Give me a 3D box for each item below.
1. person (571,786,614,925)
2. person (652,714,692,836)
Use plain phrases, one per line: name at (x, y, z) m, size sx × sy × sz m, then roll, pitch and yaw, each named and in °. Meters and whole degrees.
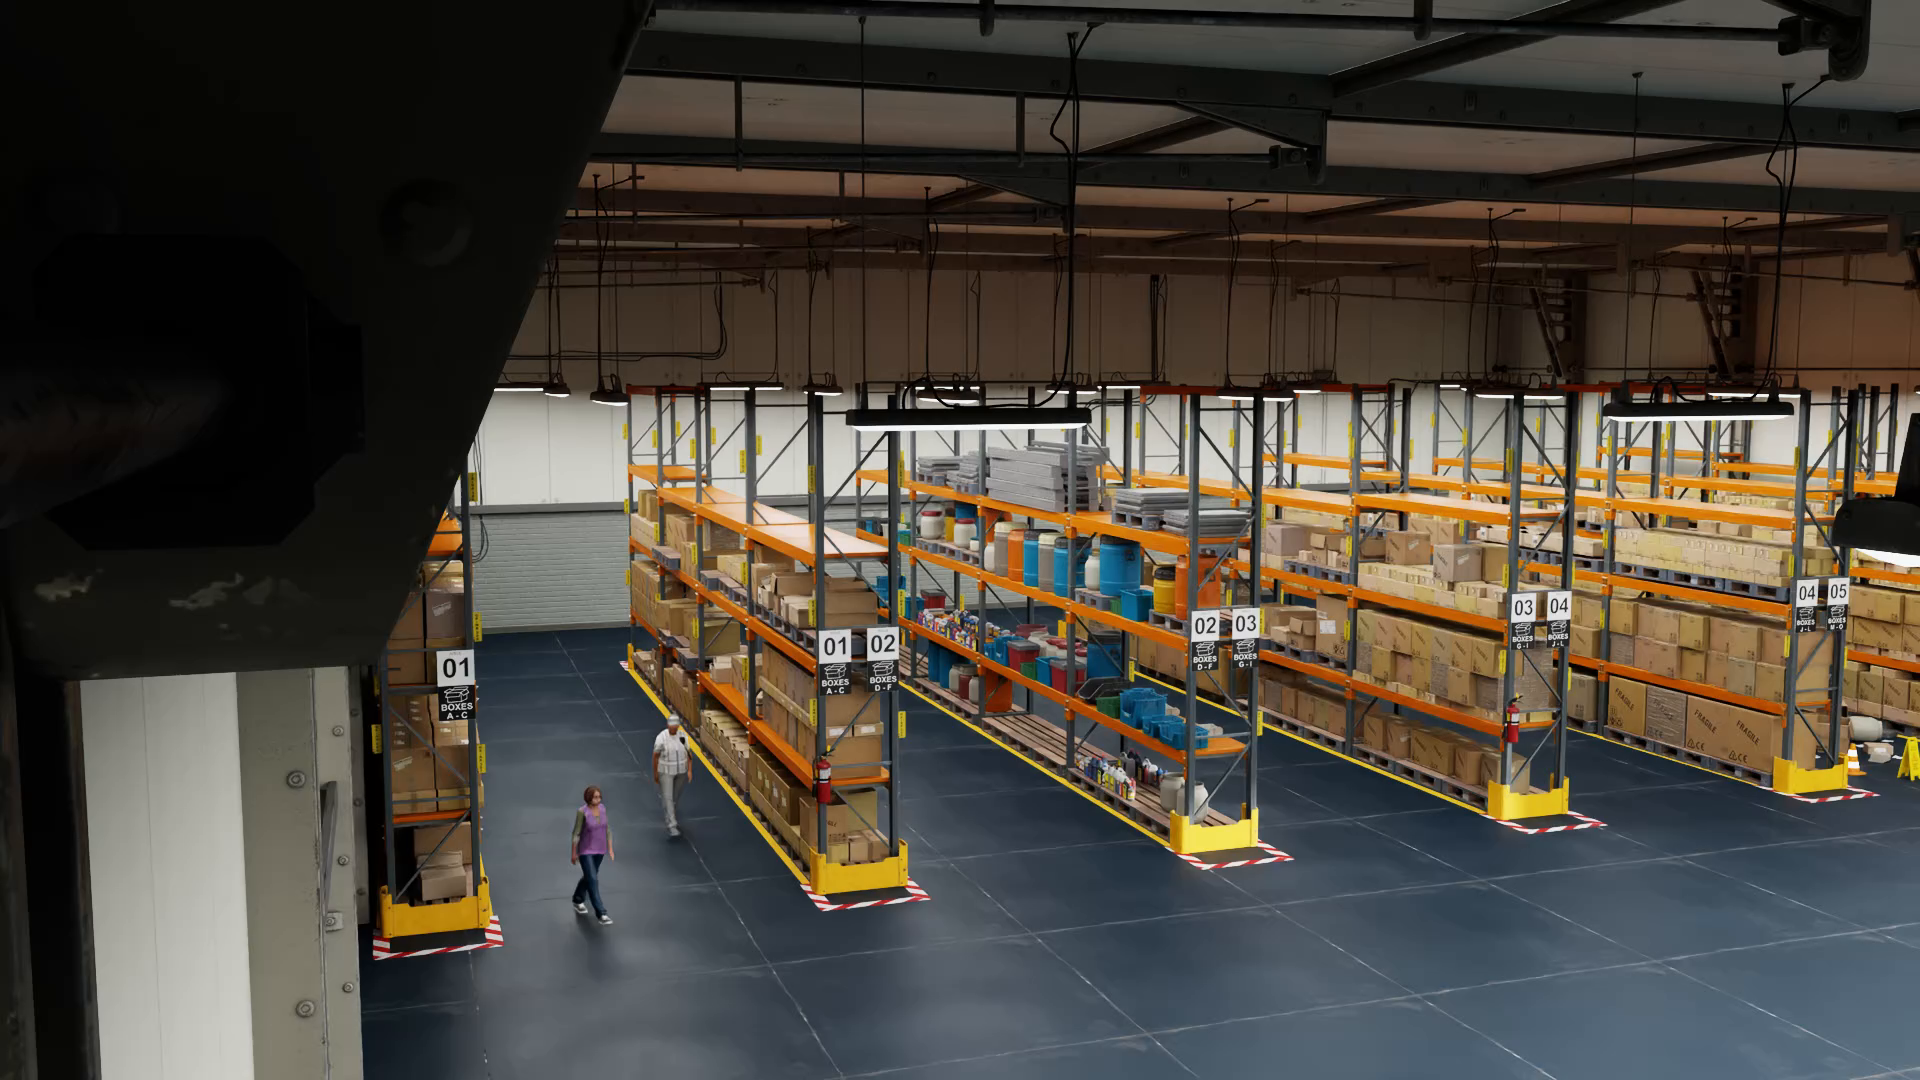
person at (-4.177, 3.579, 19.015) m, size 0.960 × 1.547 × 0.469 m, roll 4°, pitch 7°, yaw 37°
person at (-3.887, 3.170, 22.670) m, size 0.508 × 1.606 × 0.997 m, roll -4°, pitch 7°, yaw -34°
